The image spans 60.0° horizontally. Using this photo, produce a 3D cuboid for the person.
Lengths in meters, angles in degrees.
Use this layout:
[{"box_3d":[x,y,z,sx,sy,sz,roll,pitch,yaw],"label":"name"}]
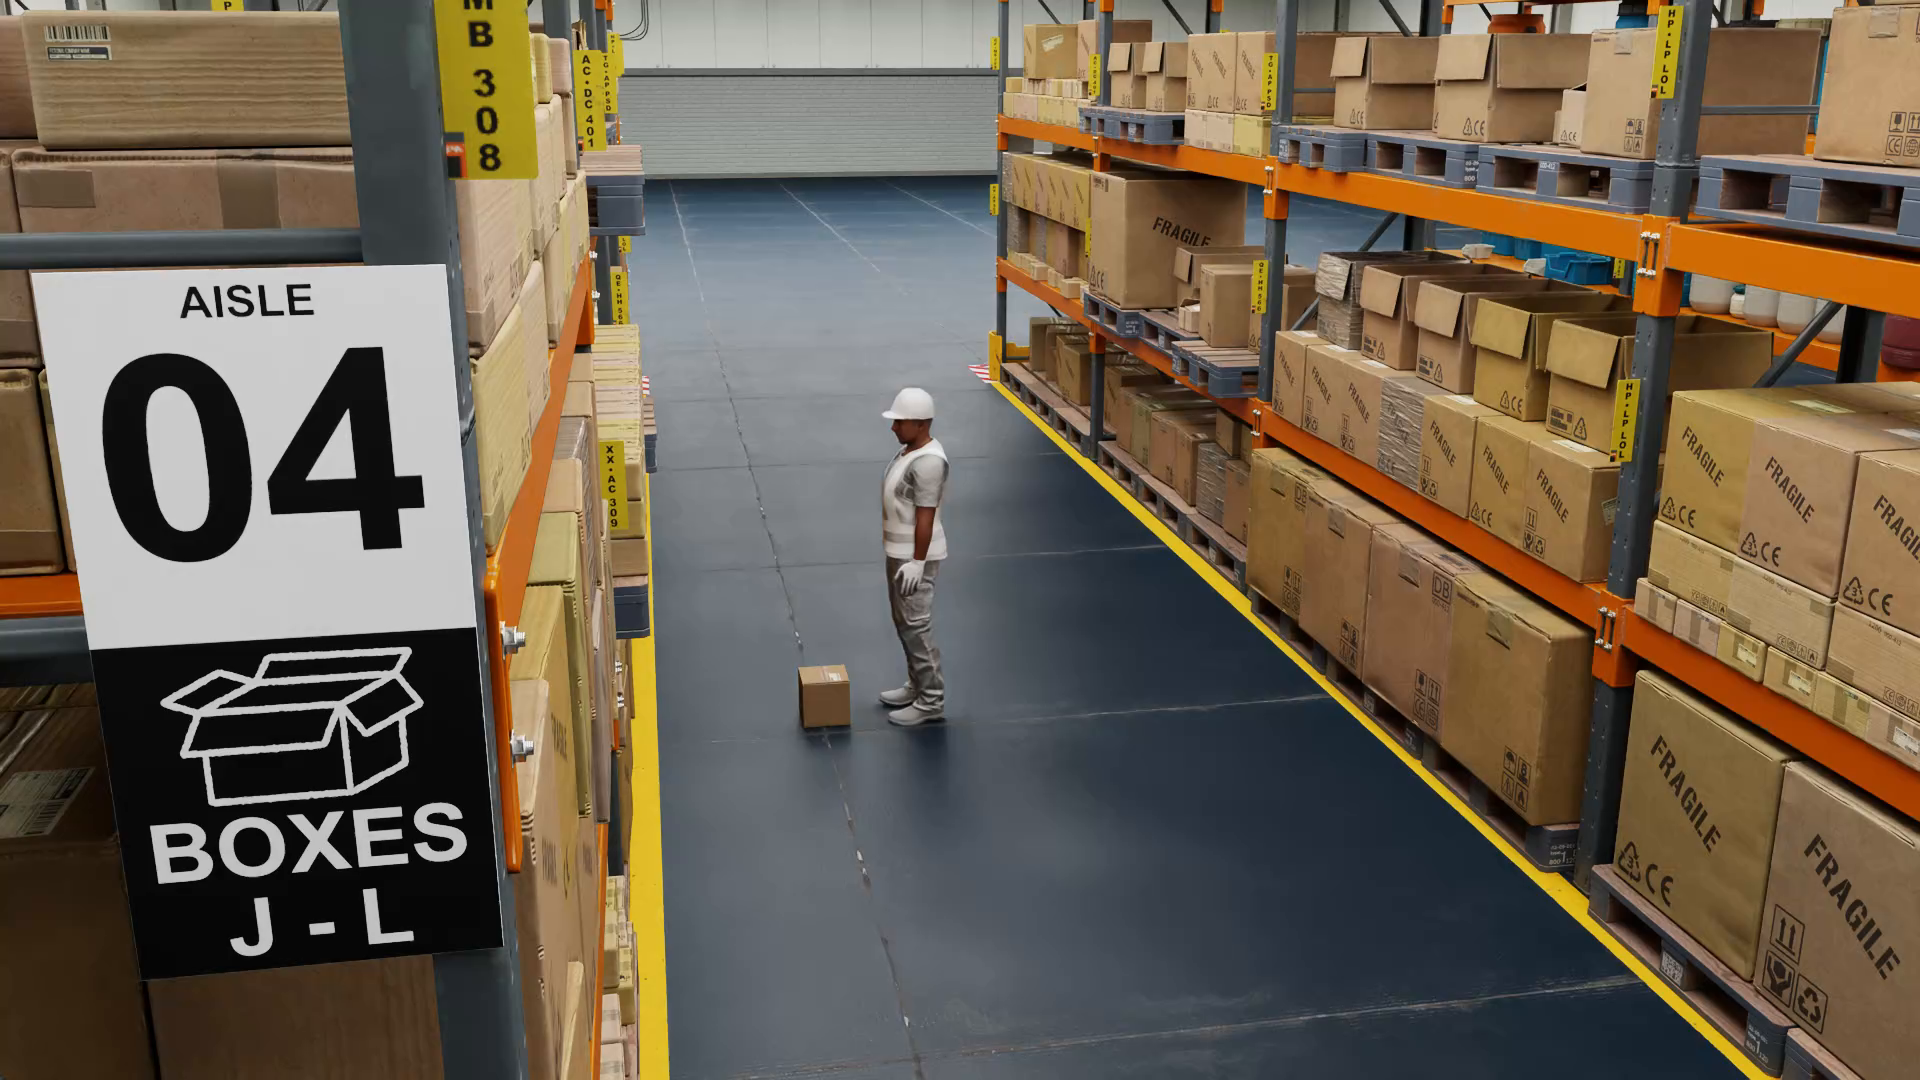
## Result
[{"box_3d":[-0.242,0.080,8.740,0.361,1.781,0.547,-3,16,-9],"label":"person"}]
